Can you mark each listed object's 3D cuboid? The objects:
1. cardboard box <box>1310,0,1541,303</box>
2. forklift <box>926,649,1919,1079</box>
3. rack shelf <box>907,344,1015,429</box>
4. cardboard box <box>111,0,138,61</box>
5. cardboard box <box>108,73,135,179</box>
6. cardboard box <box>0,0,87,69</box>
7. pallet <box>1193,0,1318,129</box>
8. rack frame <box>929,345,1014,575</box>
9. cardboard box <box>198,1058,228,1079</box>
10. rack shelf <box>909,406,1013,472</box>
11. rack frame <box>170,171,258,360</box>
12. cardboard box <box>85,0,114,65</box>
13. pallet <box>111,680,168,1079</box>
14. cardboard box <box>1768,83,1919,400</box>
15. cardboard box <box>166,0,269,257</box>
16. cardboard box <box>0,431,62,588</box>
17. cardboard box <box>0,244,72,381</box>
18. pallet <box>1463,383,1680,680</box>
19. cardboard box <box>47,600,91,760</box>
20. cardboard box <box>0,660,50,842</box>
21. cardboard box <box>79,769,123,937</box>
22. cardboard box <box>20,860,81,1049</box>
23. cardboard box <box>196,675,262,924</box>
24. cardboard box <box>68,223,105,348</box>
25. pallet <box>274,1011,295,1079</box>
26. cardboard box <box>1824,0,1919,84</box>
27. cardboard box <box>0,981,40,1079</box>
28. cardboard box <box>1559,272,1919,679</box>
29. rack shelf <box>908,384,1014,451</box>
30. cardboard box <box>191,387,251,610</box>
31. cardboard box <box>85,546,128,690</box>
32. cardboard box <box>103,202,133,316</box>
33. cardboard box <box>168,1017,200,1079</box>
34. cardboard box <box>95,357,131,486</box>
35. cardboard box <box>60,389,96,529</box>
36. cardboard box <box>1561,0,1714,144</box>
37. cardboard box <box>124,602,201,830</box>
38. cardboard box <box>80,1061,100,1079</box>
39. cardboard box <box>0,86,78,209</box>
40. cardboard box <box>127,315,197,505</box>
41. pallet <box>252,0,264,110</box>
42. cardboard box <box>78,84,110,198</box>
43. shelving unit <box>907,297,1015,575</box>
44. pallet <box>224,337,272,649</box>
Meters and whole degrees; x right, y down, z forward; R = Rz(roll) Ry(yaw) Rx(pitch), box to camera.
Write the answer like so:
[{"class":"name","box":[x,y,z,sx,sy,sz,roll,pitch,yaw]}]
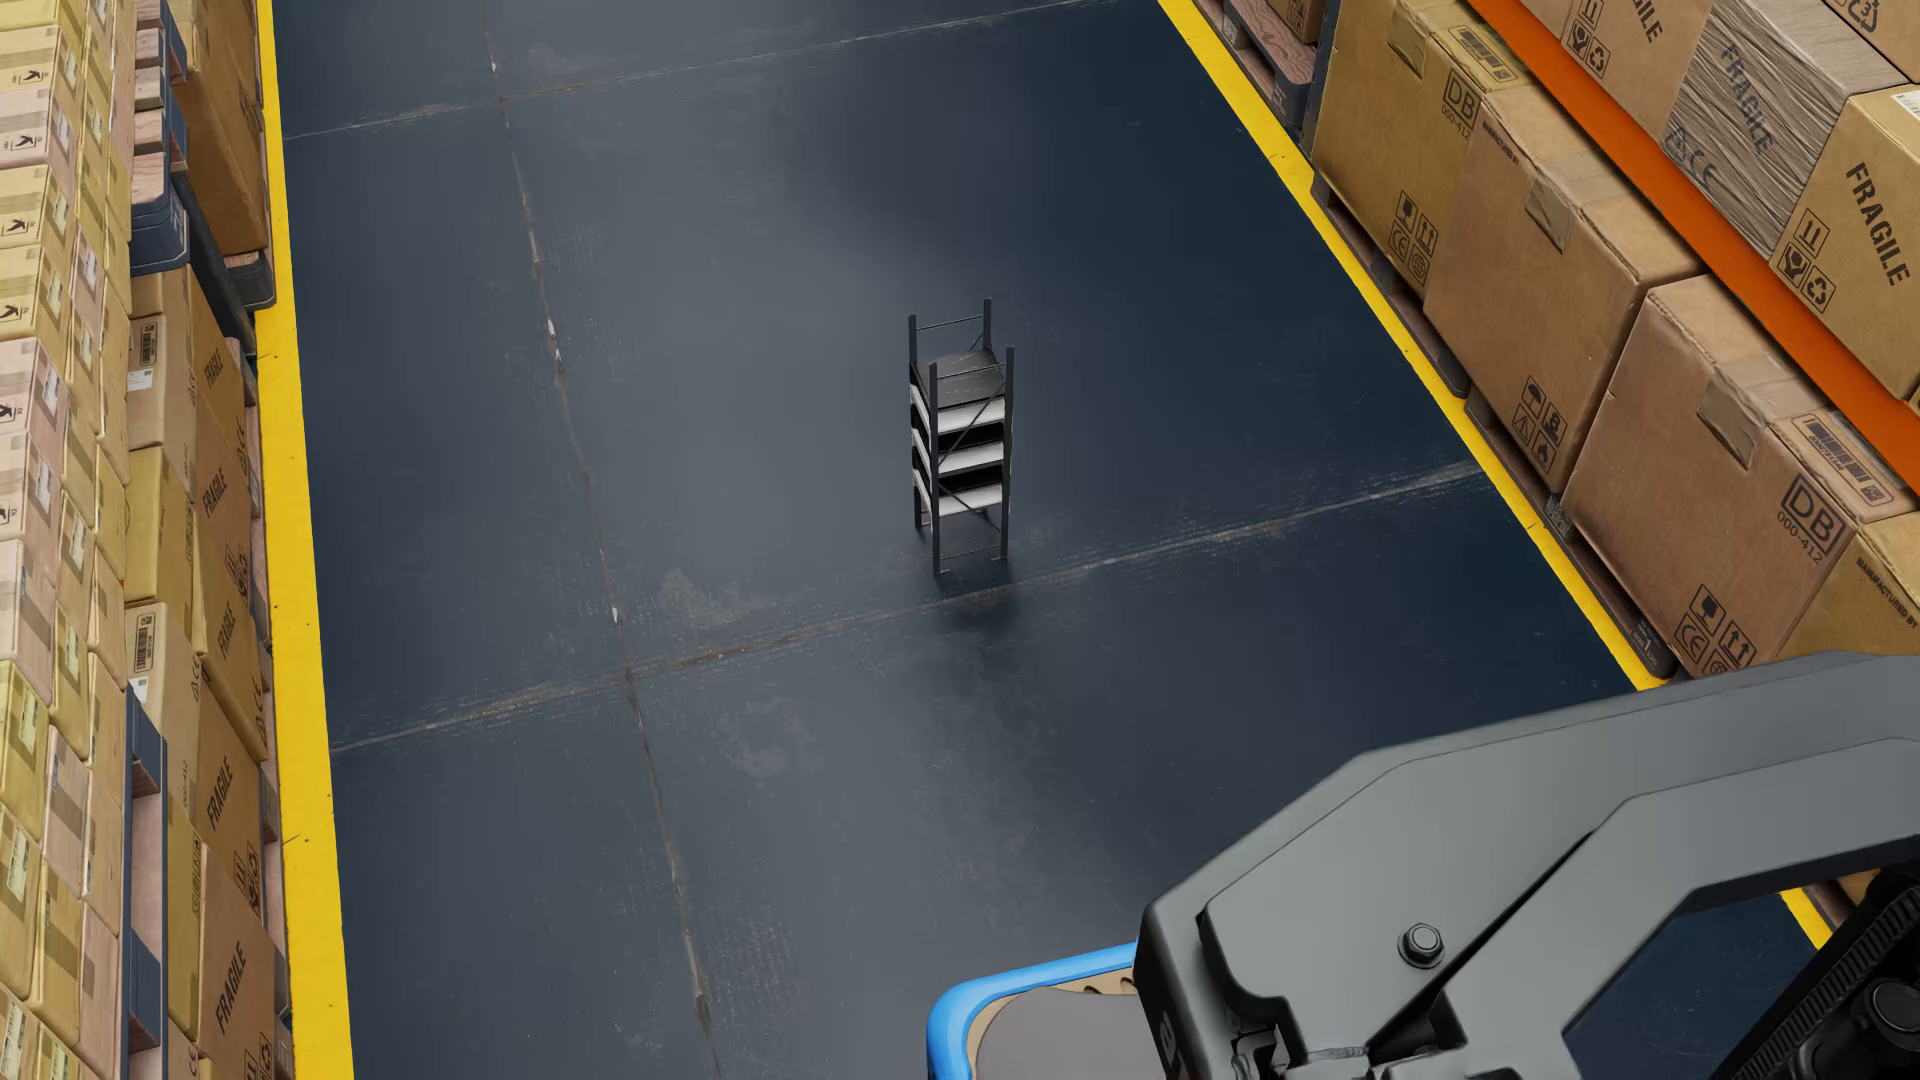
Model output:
[{"class":"cardboard box","box":[2.012,-1.524,5.688,1.225,0.875,0.875,-15,52,-13]},{"class":"forklift","box":[0.772,1.606,1.979,1.130,2.935,3.031,-11,51,-9]},{"class":"rack shelf","box":[0.002,-0.437,4.720,0.258,0.077,0.200,-13,51,-11]},{"class":"cardboard box","box":[-2.355,-1.333,4.302,0.380,0.149,0.250,-13,51,-10]},{"class":"cardboard box","box":[-2.207,-0.964,3.990,0.380,0.149,0.250,-13,51,-10]},{"class":"cardboard box","box":[-2.208,-1.152,3.759,0.380,0.149,0.250,-12,51,-10]},{"class":"pallet","box":[1.598,-2.255,7.013,1.003,0.211,1.213,-13,51,-11]},{"class":"rack frame","box":[0.032,-0.210,4.838,0.240,0.900,0.006,-13,51,-11]},{"class":"cardboard box","box":[-1.723,1.457,3.420,0.500,0.500,0.500,-12,51,-10]},{"class":"rack shelf","box":[0.002,-0.321,4.858,0.258,0.077,0.200,-13,51,-11]},{"class":"rack frame","box":[-2.940,-1.535,4.582,1.000,3.000,0.127,-13,51,-11]},{"class":"cardboard box","box":[-2.279,-1.233,4.022,0.380,0.149,0.250,-12,51,-10]},{"class":"pallet","box":[-1.844,0.857,2.691,1.003,0.211,1.213,-13,51,-11]},{"class":"cardboard box","box":[2.311,-0.716,3.827,0.500,0.500,0.500,-14,51,-11]},{"class":"cardboard box","box":[-3.034,-1.410,5.674,1.050,0.750,0.750,-14,51,-11]},{"class":"cardboard box","box":[-1.744,-0.011,2.798,0.380,0.149,0.250,-14,51,-11]},{"class":"cardboard box","box":[-1.901,-0.392,3.119,0.380,0.149,0.250,-12,51,-10]},{"class":"pallet","box":[2.346,-0.202,5.282,1.003,0.211,1.213,-13,51,-11]},{"class":"cardboard box","box":[-1.667,0.277,2.749,0.380,0.149,0.250,-15,52,-13]},{"class":"cardboard box","box":[-1.596,0.359,2.486,0.380,0.149,0.250,-13,51,-11]},{"class":"cardboard box","box":[-1.592,0.556,2.709,0.380,0.149,0.250,-13,51,-11]},{"class":"cardboard box","box":[-1.513,0.656,2.430,0.380,0.149,0.250,-14,51,-12]},{"class":"cardboard box","box":[-2.048,0.692,4.065,0.500,0.500,0.500,-13,51,-10]},{"class":"cardboard box","box":[-1.976,-0.486,3.393,0.380,0.149,0.250,-12,51,-10]},{"class":"pallet","box":[-1.989,1.717,3.664,1.003,0.211,1.213,-13,51,-11]},{"class":"cardboard box","box":[2.423,-1.436,3.777,0.797,0.503,0.637,-12,51,-10]},{"class":"cardboard box","box":[-1.435,0.749,2.158,0.380,0.149,0.250,-11,51,-9]},{"class":"cardboard box","box":[2.537,-0.227,4.595,1.225,0.875,0.875,-15,51,-12]},{"class":"rack shelf","box":[0.002,-0.379,4.789,0.258,0.077,0.200,-13,51,-11]},{"class":"cardboard box","box":[-2.346,-0.063,4.702,0.500,0.500,0.500,-11,51,-10]},{"class":"cardboard box","box":[-1.741,0.186,3.021,0.380,0.149,0.250,-15,52,-13]},{"class":"cardboard box","box":[-2.056,-0.584,3.670,0.380,0.149,0.250,-15,52,-13]},{"class":"cardboard box","box":[-1.724,1.216,3.133,0.500,0.250,0.500,-15,52,-13]},{"class":"cardboard box","box":[-1.897,-0.197,3.344,0.380,0.149,0.250,-15,52,-13]},{"class":"cardboard box","box":[-1.827,-0.113,3.078,0.380,0.149,0.250,-14,51,-12]},{"class":"cardboard box","box":[2.021,-1.449,4.444,0.500,0.500,0.500,-14,51,-12]},{"class":"cardboard box","box":[-2.030,0.454,3.775,0.500,0.250,0.500,-12,51,-10]},{"class":"cardboard box","box":[-1.435,0.940,2.385,0.380,0.149,0.250,-16,52,-13]},{"class":"cardboard box","box":[-2.060,-0.780,3.446,0.380,0.149,0.250,-13,51,-11]},{"class":"cardboard box","box":[-2.328,-0.300,4.411,0.500,0.250,0.500,-13,51,-10]},{"class":"pallet","box":[-3.459,-2.119,6.898,1.003,0.211,1.213,-13,51,-11]},{"class":"cardboard box","box":[-2.125,-0.858,3.707,0.380,0.149,0.250,-13,51,-11]},{"class":"shelving unit","box":[0.002,-0.284,4.901,0.258,0.900,0.210,-13,51,-11]},{"class":"pallet","box":[-2.711,-0.065,5.167,1.003,0.211,1.213,-13,51,-11]}]
